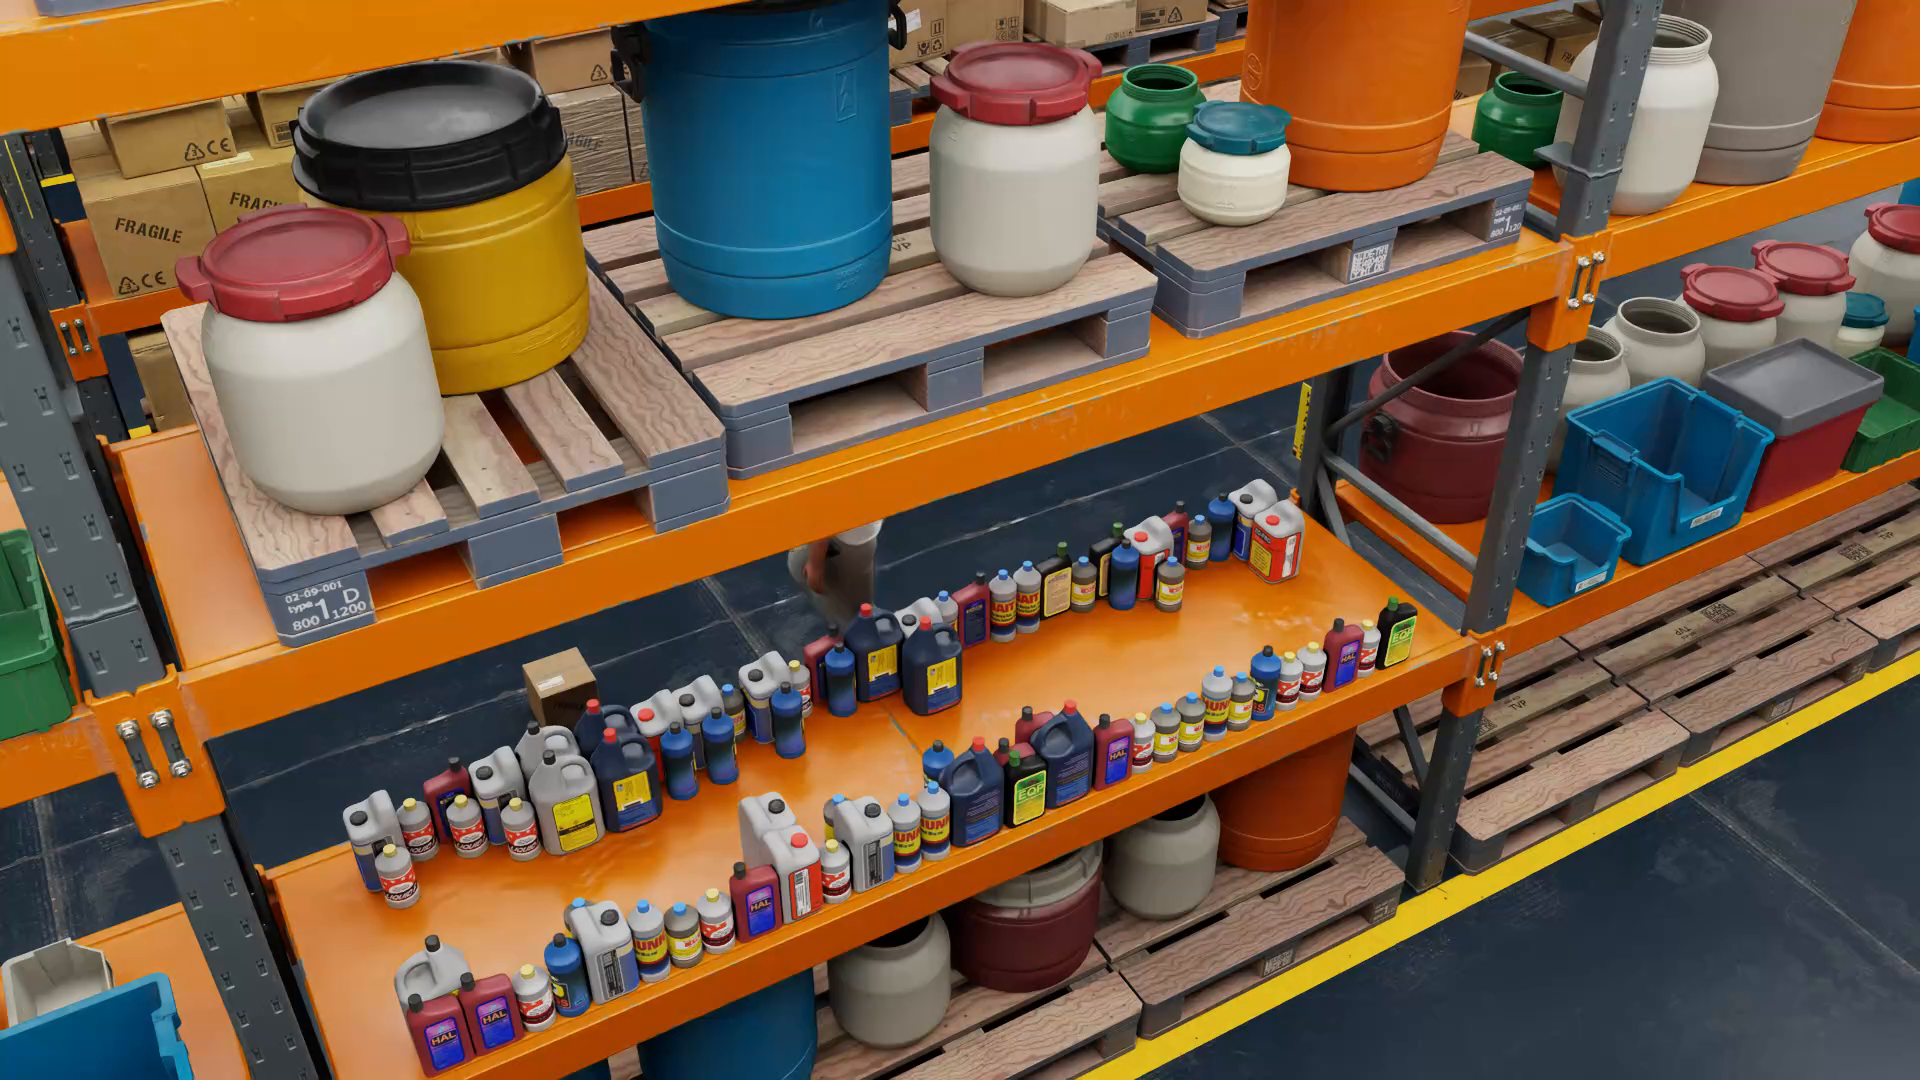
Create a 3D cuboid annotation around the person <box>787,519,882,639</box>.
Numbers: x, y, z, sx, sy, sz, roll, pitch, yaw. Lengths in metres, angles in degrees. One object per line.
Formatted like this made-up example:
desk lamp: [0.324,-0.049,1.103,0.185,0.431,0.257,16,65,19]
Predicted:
person: [-0.516,-0.050,6.962,0.519,1.757,0.569,3,37,4]
